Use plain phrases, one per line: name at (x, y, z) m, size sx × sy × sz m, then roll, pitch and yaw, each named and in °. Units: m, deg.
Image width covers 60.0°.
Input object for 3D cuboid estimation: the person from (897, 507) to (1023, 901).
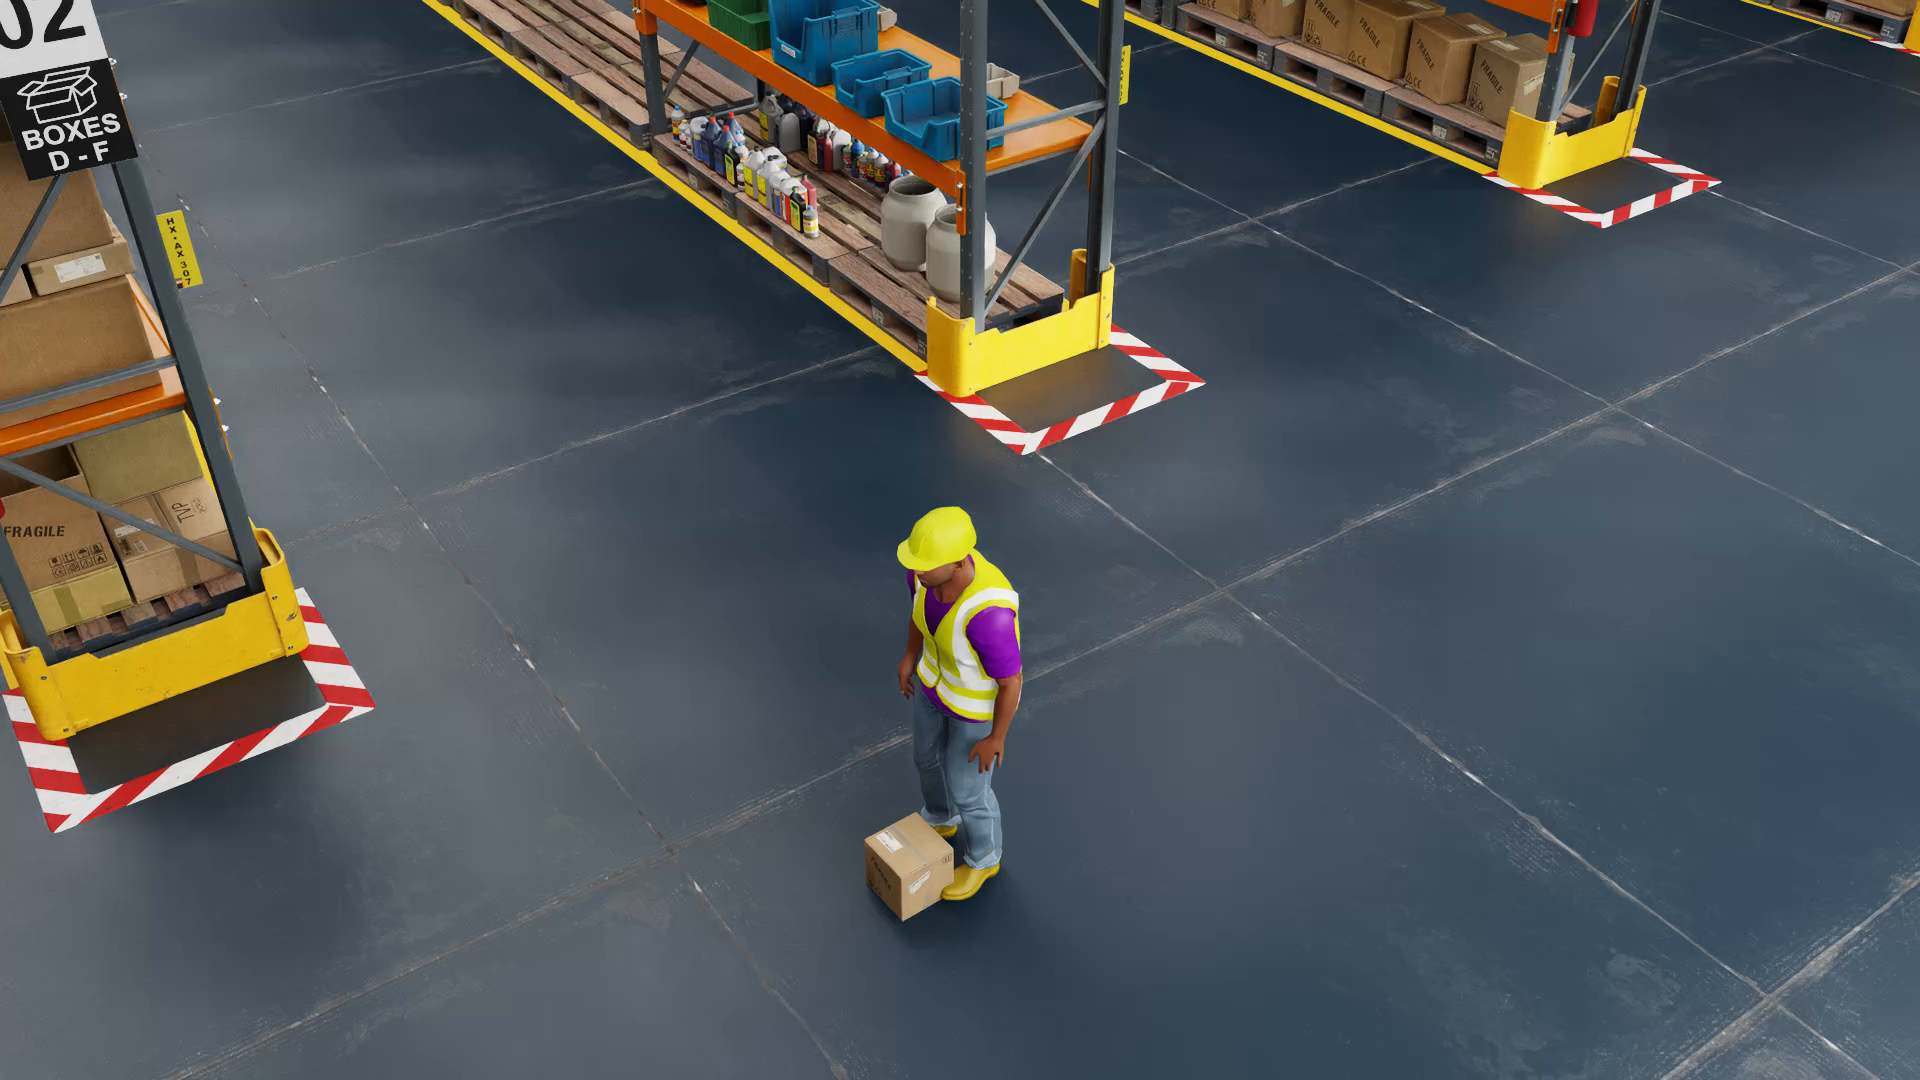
person at (-0.022, 0.583, 6.188) m, size 0.458 × 1.761 × 0.628 m, roll -22°, pitch 42°, yaw -27°
